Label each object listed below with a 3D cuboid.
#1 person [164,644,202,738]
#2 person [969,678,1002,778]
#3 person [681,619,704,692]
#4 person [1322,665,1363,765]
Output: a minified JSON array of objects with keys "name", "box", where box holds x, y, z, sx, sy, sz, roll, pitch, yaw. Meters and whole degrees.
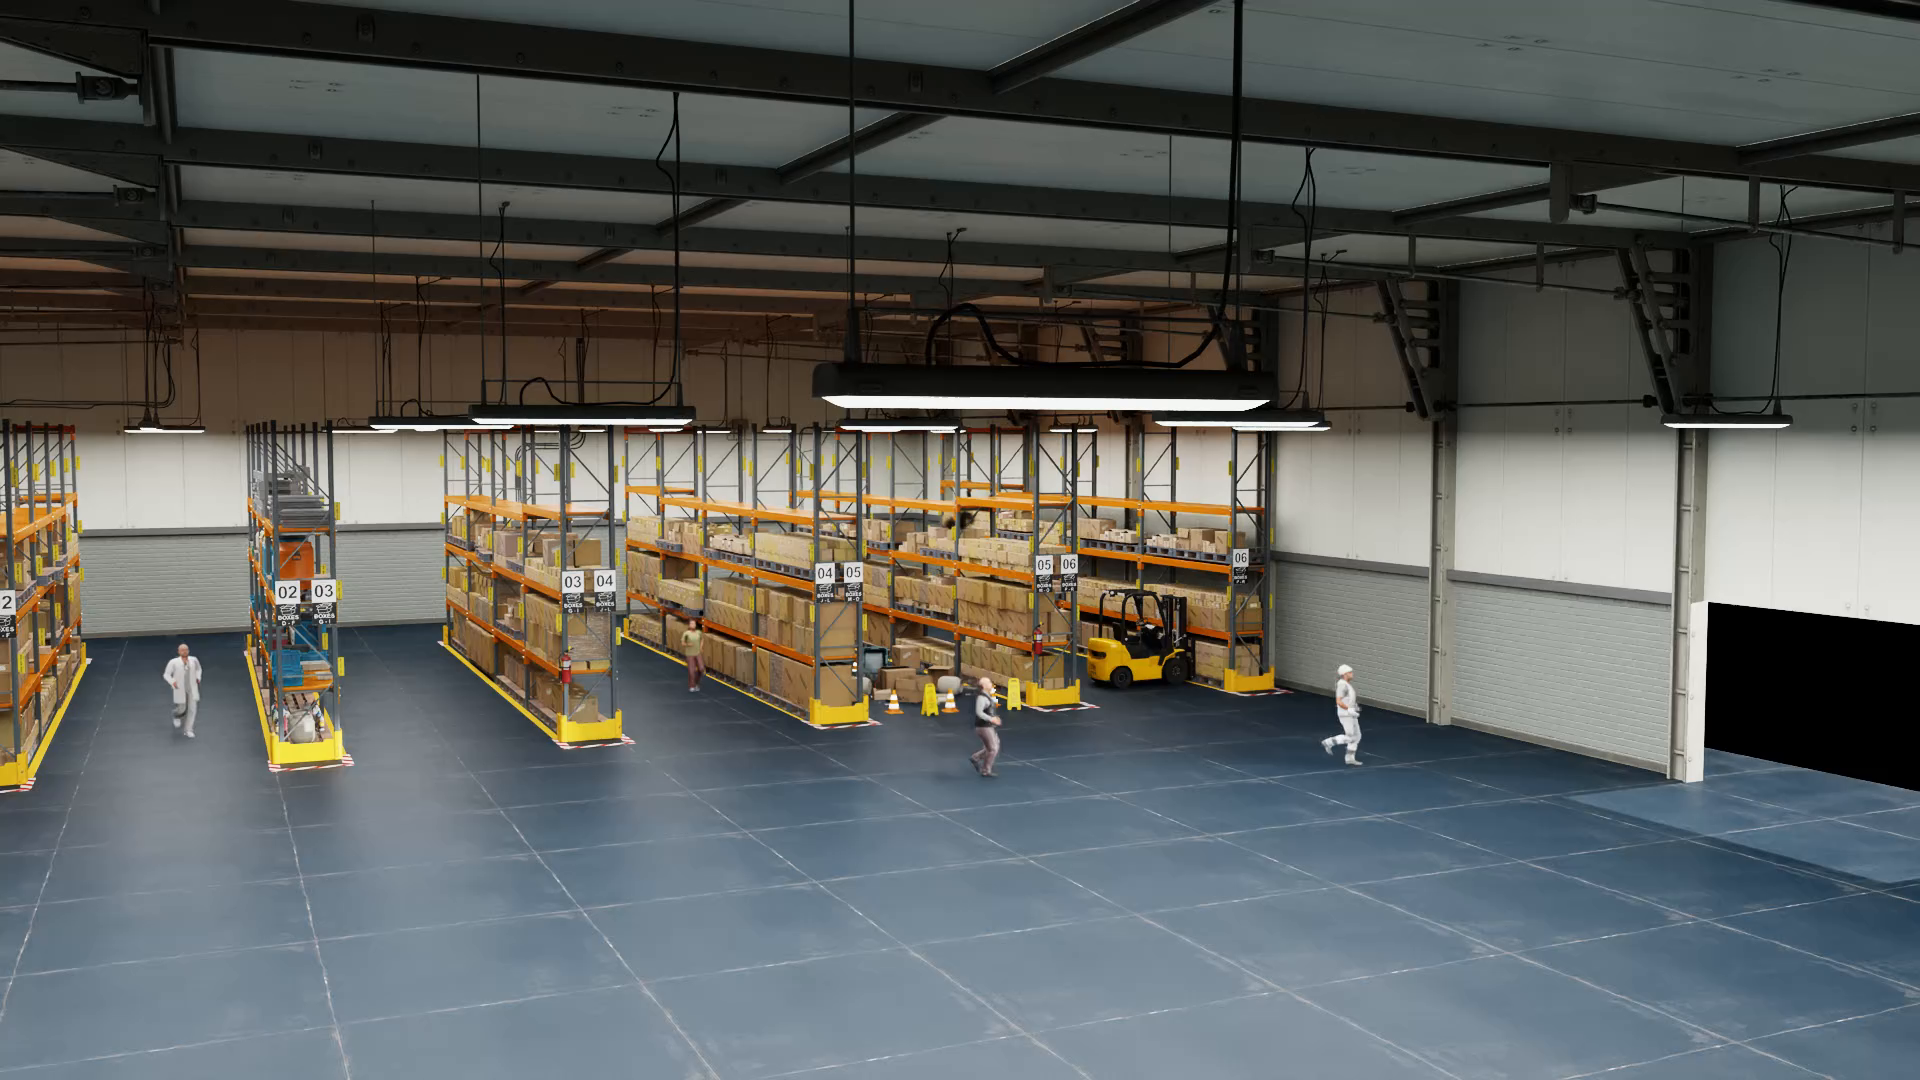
[{"name":"person","box":[-14.829,2.869,31.809,0.712,1.752,0.838,-3,5,-42]},{"name":"person","box":[0.435,3.141,27.874,0.587,1.679,0.680,1,4,9]},{"name":"person","box":[-5.916,2.578,37.027,0.564,1.649,0.583,-2,4,-26]},{"name":"person","box":[6.678,3.043,28.960,0.704,1.749,0.656,1,4,19]}]
